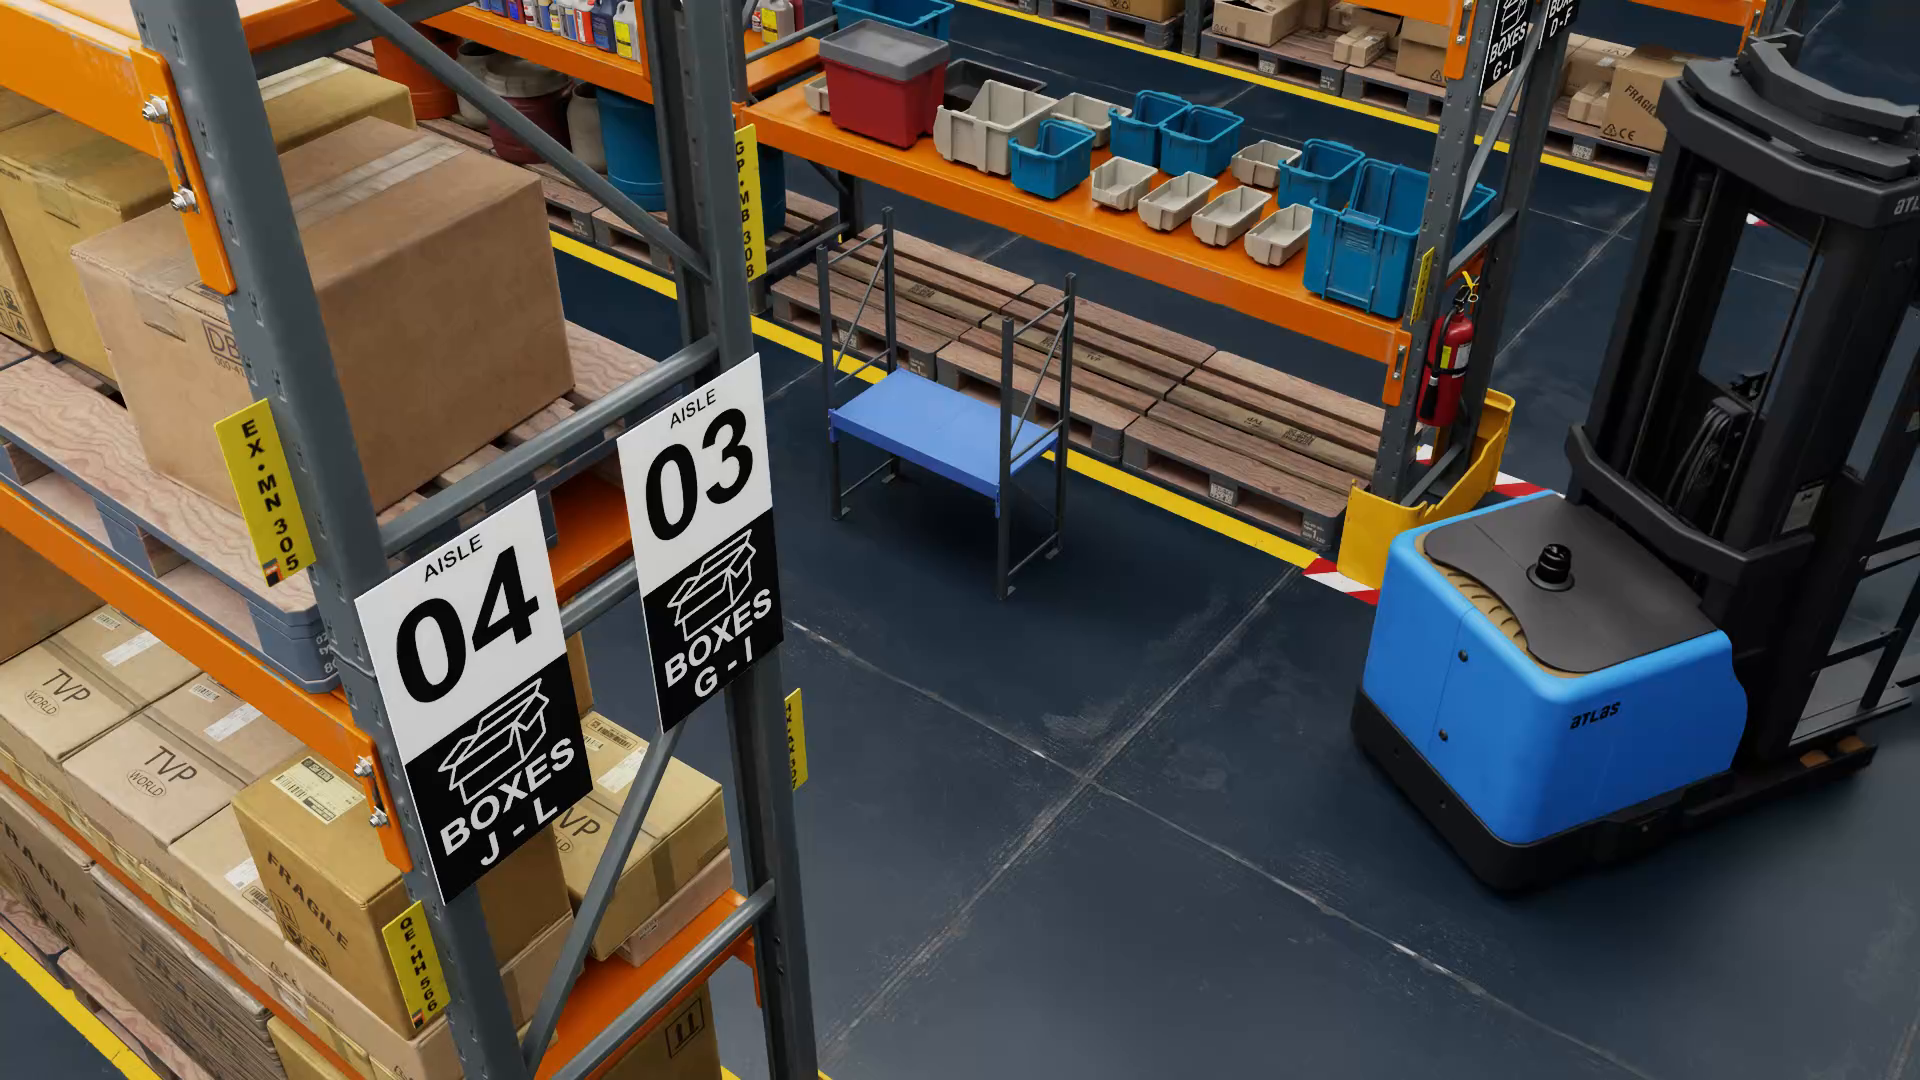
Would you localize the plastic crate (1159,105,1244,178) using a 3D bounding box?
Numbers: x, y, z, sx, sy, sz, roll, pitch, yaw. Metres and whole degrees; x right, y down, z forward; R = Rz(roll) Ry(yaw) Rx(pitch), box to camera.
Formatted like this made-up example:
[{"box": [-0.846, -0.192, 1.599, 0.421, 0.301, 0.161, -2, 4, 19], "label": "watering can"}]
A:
[{"box": [1.193, -1.965, 8.274, 0.300, 0.233, 0.416, 25, 45, 29], "label": "plastic crate"}]

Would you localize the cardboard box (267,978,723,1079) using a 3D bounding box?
[{"box": [-1.331, 1.636, 4.971, 0.875, 0.875, 0.875, 25, 45, 29], "label": "cardboard box"}]

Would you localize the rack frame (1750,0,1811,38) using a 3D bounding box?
[{"box": [5.247, -3.684, 10.383, 0.127, 3.000, 1.000, 25, 45, 29], "label": "rack frame"}]

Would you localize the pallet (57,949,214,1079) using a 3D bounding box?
[{"box": [-2.422, 1.545, 5.967, 1.213, 0.211, 1.003, 25, 45, 29], "label": "pallet"}]

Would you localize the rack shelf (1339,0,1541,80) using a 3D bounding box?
[{"box": [0.646, -2.907, 7.541, 4.000, 0.370, 1.077, 25, 45, 29], "label": "rack shelf"}]

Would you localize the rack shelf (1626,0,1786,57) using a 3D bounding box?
[{"box": [3.659, -4.150, 11.562, 4.000, 0.370, 1.077, 25, 45, 29], "label": "rack shelf"}]

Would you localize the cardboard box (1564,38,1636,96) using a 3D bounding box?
[{"box": [4.591, -3.305, 11.772, 0.500, 0.250, 0.500, 25, 45, 29], "label": "cardboard box"}]

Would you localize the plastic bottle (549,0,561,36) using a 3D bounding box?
[{"box": [-2.358, -3.076, 9.767, 0.097, 0.201, 0.097, 0, 38, 0], "label": "plastic bottle"}]

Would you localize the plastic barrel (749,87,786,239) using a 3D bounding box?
[{"box": [-1.364, -2.310, 9.989, 0.708, 0.901, 0.600, 25, 45, 29], "label": "plastic barrel"}]

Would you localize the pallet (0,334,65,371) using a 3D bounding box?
[{"box": [-2.343, -0.710, 4.224, 1.213, 0.211, 1.003, 25, 45, 29], "label": "pallet"}]

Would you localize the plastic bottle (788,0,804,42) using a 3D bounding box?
[{"box": [-0.974, -3.059, 9.679, 0.133, 0.283, 0.061, 25, 45, 29], "label": "plastic bottle"}]

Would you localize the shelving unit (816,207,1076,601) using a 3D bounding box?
[{"box": [-0.068, -0.622, 7.689, 1.048, 1.500, 0.538, 25, 45, 29], "label": "shelving unit"}]

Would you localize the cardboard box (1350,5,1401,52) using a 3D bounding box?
[{"box": [3.291, -3.942, 12.536, 0.500, 0.311, 0.500, 25, 45, 29], "label": "cardboard box"}]

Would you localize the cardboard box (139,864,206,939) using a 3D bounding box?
[{"box": [-2.069, 0.910, 4.719, 0.250, 0.149, 0.380, 24, 44, 28], "label": "cardboard box"}]

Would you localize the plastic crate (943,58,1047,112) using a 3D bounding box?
[{"box": [0.110, -2.386, 8.899, 0.590, 0.125, 0.437, 25, 45, 29], "label": "plastic crate"}]

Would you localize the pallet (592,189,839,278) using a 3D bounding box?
[{"box": [-1.530, -1.970, 10.455, 1.213, 0.211, 1.003, 25, 45, 29], "label": "pallet"}]

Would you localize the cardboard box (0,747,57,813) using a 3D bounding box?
[{"box": [-2.679, 0.623, 5.086, 0.250, 0.149, 0.380, 24, 44, 27], "label": "cardboard box"}]

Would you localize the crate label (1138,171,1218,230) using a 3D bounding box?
[{"box": [1.020, -1.605, 7.892, 0.243, 0.136, 0.396, 25, 45, 29], "label": "crate label"}]

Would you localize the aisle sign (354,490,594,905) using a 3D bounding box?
[{"box": [-0.899, 0.315, 3.166, 0.004, 0.787, 0.394, 25, 45, 29], "label": "aisle sign"}]

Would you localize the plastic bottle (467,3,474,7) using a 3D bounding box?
[{"box": [-2.979, -3.396, 10.119, 0.097, 0.271, 0.097, 0, 38, 0], "label": "plastic bottle"}]

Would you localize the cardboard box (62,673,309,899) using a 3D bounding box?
[{"box": [-2.127, 0.675, 4.696, 0.500, 0.250, 0.500, 24, 44, 27], "label": "cardboard box"}]

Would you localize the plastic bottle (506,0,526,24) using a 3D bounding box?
[{"box": [-2.645, -3.229, 9.896, 0.133, 0.283, 0.061, 25, 45, 29], "label": "plastic bottle"}]

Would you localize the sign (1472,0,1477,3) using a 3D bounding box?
[{"box": [1.914, -2.125, 6.043, 0.005, 0.325, 0.100, 25, 45, 29], "label": "sign"}]

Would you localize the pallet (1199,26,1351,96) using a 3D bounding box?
[{"box": [2.615, -3.827, 12.827, 1.213, 0.211, 1.003, 25, 45, 29], "label": "pallet"}]

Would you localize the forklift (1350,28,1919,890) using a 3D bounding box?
[{"box": [3.205, -0.418, 6.268, 3.031, 2.935, 1.130, -15, 40, -18], "label": "forklift"}]

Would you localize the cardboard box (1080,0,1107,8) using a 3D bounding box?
[{"box": [1.116, -4.605, 13.230, 0.500, 0.500, 0.500, 25, 45, 29], "label": "cardboard box"}]

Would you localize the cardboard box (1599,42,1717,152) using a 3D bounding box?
[{"box": [4.666, -2.956, 11.124, 0.500, 0.500, 0.500, 25, 45, 29], "label": "cardboard box"}]

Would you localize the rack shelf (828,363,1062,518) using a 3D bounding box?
[{"box": [-0.068, -0.481, 7.800, 1.000, 0.185, 0.538, 25, 45, 29], "label": "rack shelf"}]

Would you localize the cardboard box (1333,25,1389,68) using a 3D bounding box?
[{"box": [2.965, -3.658, 12.291, 0.250, 0.166, 0.380, 25, 45, 29], "label": "cardboard box"}]

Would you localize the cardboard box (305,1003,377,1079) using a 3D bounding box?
[{"box": [-1.464, 1.195, 4.355, 0.250, 0.149, 0.380, 26, 45, 29], "label": "cardboard box"}]

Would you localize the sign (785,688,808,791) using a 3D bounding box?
[{"box": [-0.432, 0.523, 4.242, 0.005, 0.325, 0.100, 25, 45, 29], "label": "sign"}]

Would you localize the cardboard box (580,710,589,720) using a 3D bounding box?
[{"box": [-1.408, 0.604, 4.787, 0.500, 0.250, 0.500, 25, 44, 28], "label": "cardboard box"}]

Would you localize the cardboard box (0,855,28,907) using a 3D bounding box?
[{"box": [-3.476, 0.625, 6.263, 0.875, 0.875, 0.875, 25, 45, 29], "label": "cardboard box"}]

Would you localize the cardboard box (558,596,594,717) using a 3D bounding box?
[{"box": [-1.388, 0.312, 4.550, 0.500, 0.500, 0.500, 24, 44, 28], "label": "cardboard box"}]

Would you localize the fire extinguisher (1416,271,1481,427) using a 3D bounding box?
[{"box": [2.079, -0.804, 7.070, 0.183, 0.674, 0.296, 25, 45, 29], "label": "fire extinguisher"}]

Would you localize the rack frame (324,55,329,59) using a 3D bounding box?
[{"box": [-4.119, -4.256, 11.114, 0.127, 3.000, 1.000, 25, 45, 29], "label": "rack frame"}]

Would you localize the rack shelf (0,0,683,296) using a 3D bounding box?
[{"box": [-2.363, -1.505, 3.642, 4.000, 0.370, 1.077, 25, 45, 29], "label": "rack shelf"}]

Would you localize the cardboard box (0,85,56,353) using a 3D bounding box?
[{"box": [-2.034, -0.868, 3.851, 0.500, 0.500, 0.700, 22, 43, 26], "label": "cardboard box"}]

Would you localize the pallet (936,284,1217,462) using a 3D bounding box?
[{"box": [0.639, -0.947, 9.149, 1.213, 0.211, 1.003, 25, 45, 29], "label": "pallet"}]

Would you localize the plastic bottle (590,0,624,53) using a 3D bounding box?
[{"box": [-2.018, -2.992, 9.539, 0.185, 0.351, 0.144, 25, 45, 29], "label": "plastic bottle"}]

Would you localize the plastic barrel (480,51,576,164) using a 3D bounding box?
[{"box": [-2.823, -2.874, 10.964, 0.708, 0.588, 0.600, 25, 45, 29], "label": "plastic barrel"}]

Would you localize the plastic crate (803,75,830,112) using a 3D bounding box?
[{"box": [-0.659, -2.434, 8.951, 0.243, 0.136, 0.396, 25, 45, 29], "label": "plastic crate"}]

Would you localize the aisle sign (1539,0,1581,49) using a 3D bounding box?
[{"box": [2.473, -2.402, 6.637, 0.004, 0.787, 0.394, 25, 45, 29], "label": "aisle sign"}]

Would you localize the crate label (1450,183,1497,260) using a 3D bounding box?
[{"box": [2.239, -1.472, 7.644, 0.303, 0.233, 0.416, 25, 45, 29], "label": "crate label"}]
